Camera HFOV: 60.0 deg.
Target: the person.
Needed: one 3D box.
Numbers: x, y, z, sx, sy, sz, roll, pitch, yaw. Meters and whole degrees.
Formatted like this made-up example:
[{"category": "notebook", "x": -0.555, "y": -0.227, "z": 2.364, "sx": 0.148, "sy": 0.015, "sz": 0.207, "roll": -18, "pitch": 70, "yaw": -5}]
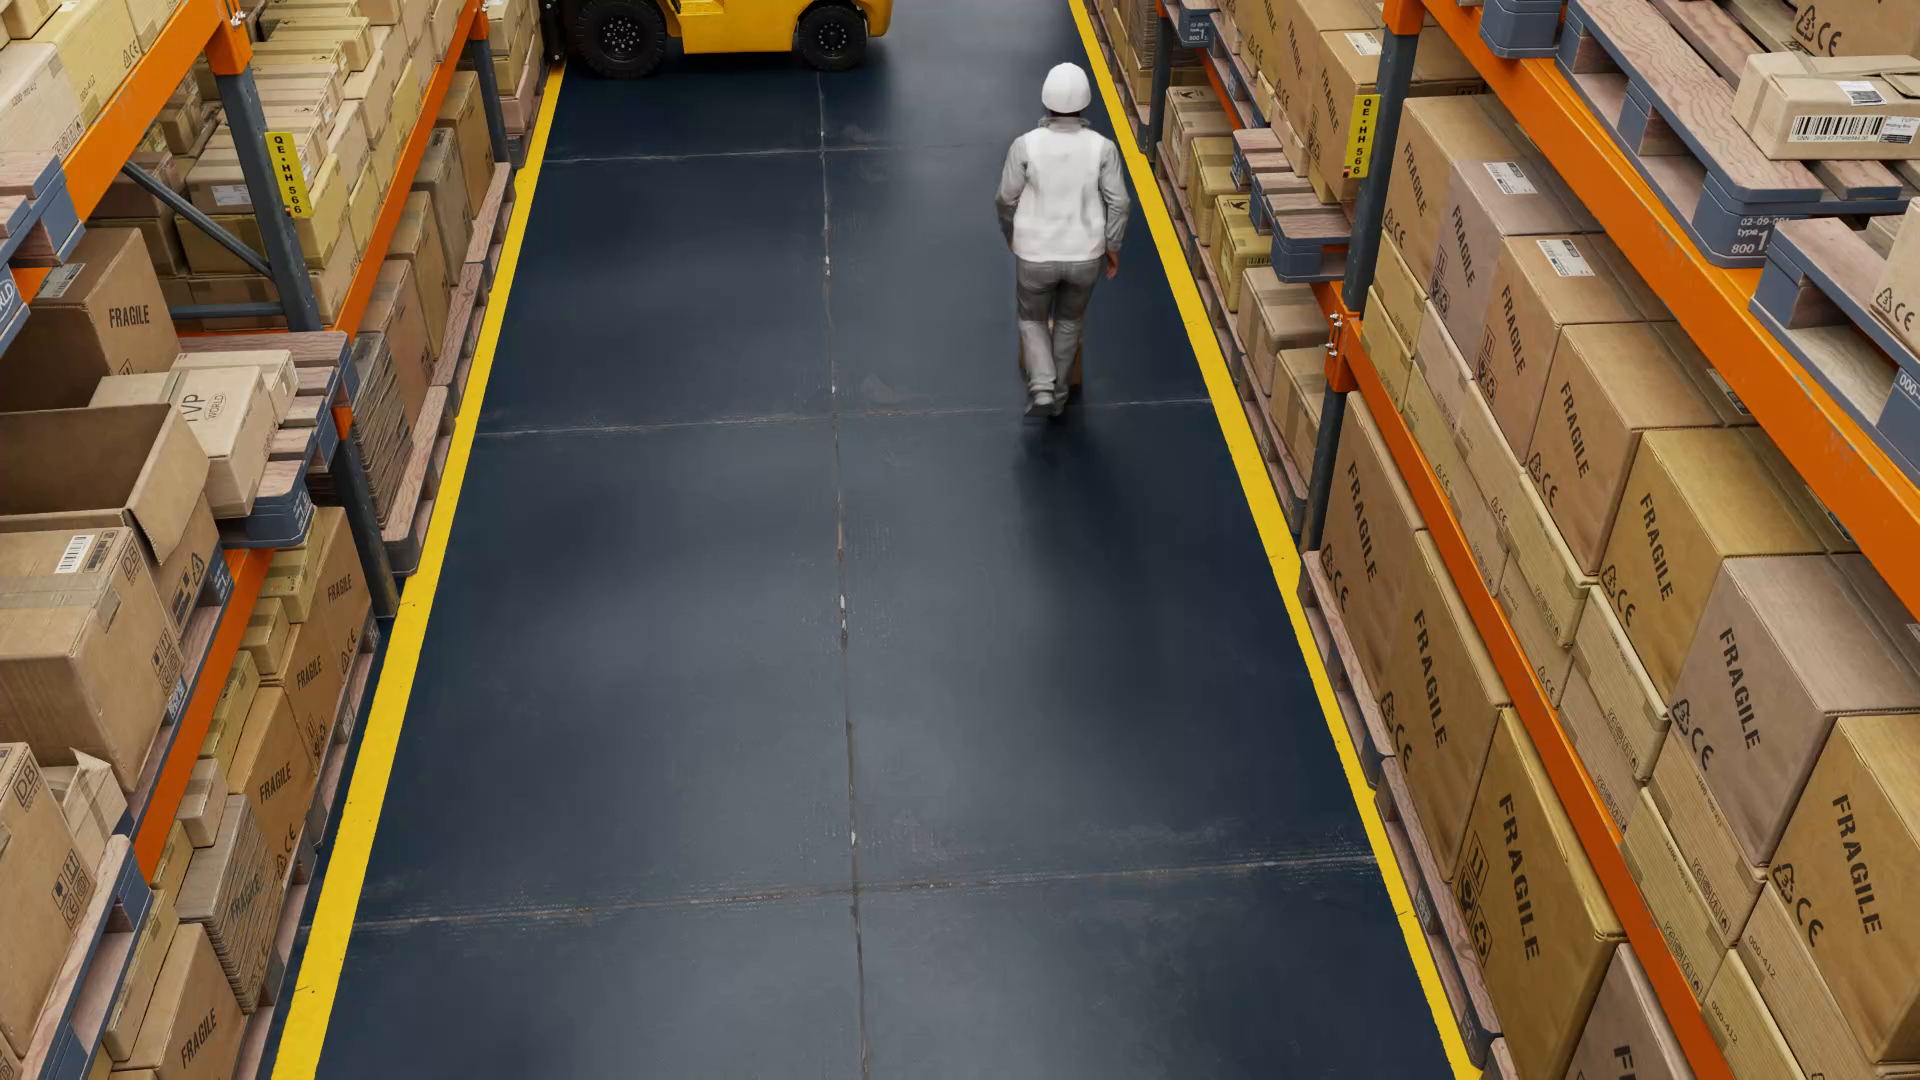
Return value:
[{"category": "person", "x": 0.473, "y": -1.326, "z": 7.798, "sx": 0.624, "sy": 1.735, "sz": 0.692, "roll": -1, "pitch": 39, "yaw": -2}]
